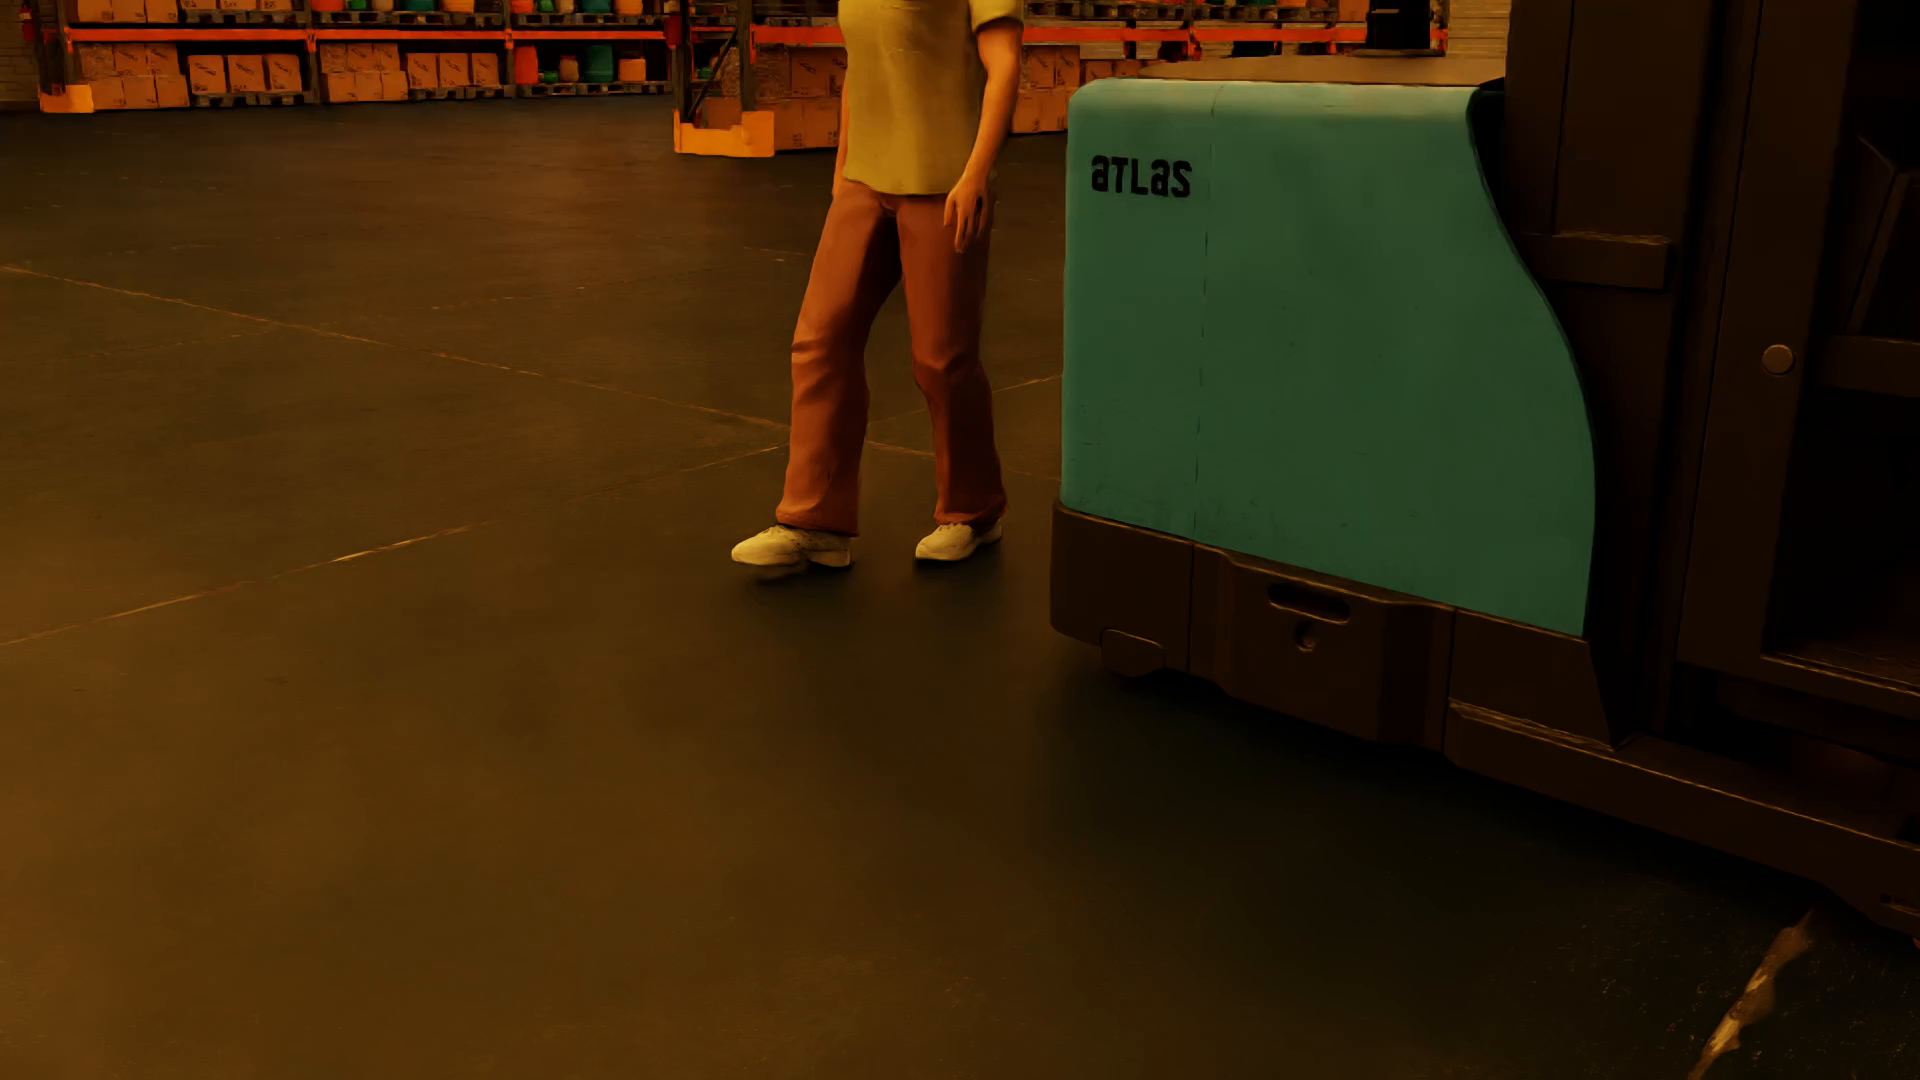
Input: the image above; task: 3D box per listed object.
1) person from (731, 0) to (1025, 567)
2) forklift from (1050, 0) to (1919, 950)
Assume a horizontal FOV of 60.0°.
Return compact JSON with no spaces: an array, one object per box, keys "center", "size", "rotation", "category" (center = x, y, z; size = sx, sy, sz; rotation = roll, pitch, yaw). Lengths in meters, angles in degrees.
[{"center":[-0.154,-0.729,3.511],"size":[0.628,1.650,0.682],"rotation":[15,22,40],"category":"person"},{"center":[1.581,-0.978,2.119],"size":[3.031,2.935,1.130],"rotation":[16,23,42],"category":"forklift"}]
